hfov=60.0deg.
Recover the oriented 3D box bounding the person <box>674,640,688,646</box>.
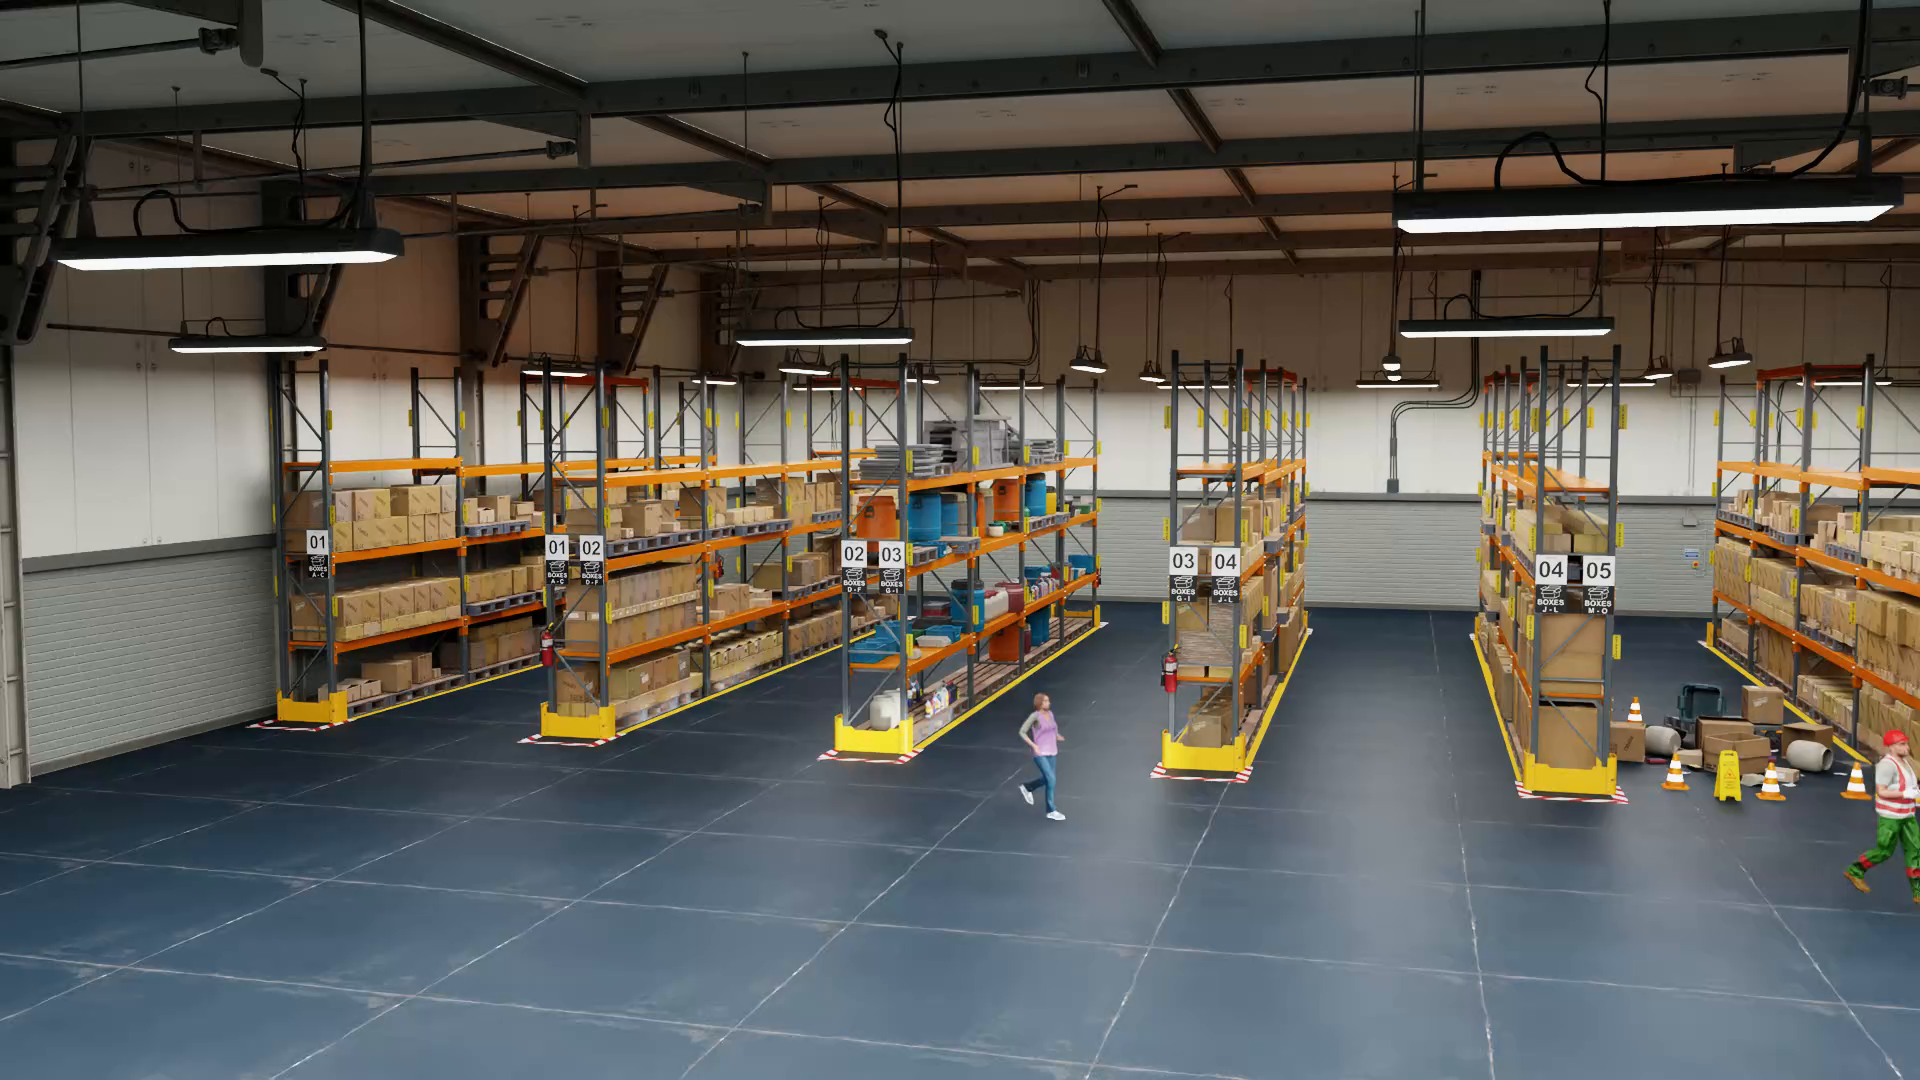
[{"bbox_3d":[-5.810,1.682,34.247,0.625,1.782,0.767,0,4,3],"label":"person"}]

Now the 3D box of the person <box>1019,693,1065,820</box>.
[{"bbox_3d":[1.024,2.706,20.992,0.792,1.566,0.548,4,6,44],"label":"person"}]

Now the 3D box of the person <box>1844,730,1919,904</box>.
[{"bbox_3d":[9.633,2.841,17.115,0.647,1.783,0.968,-3,5,-32],"label":"person"}]
